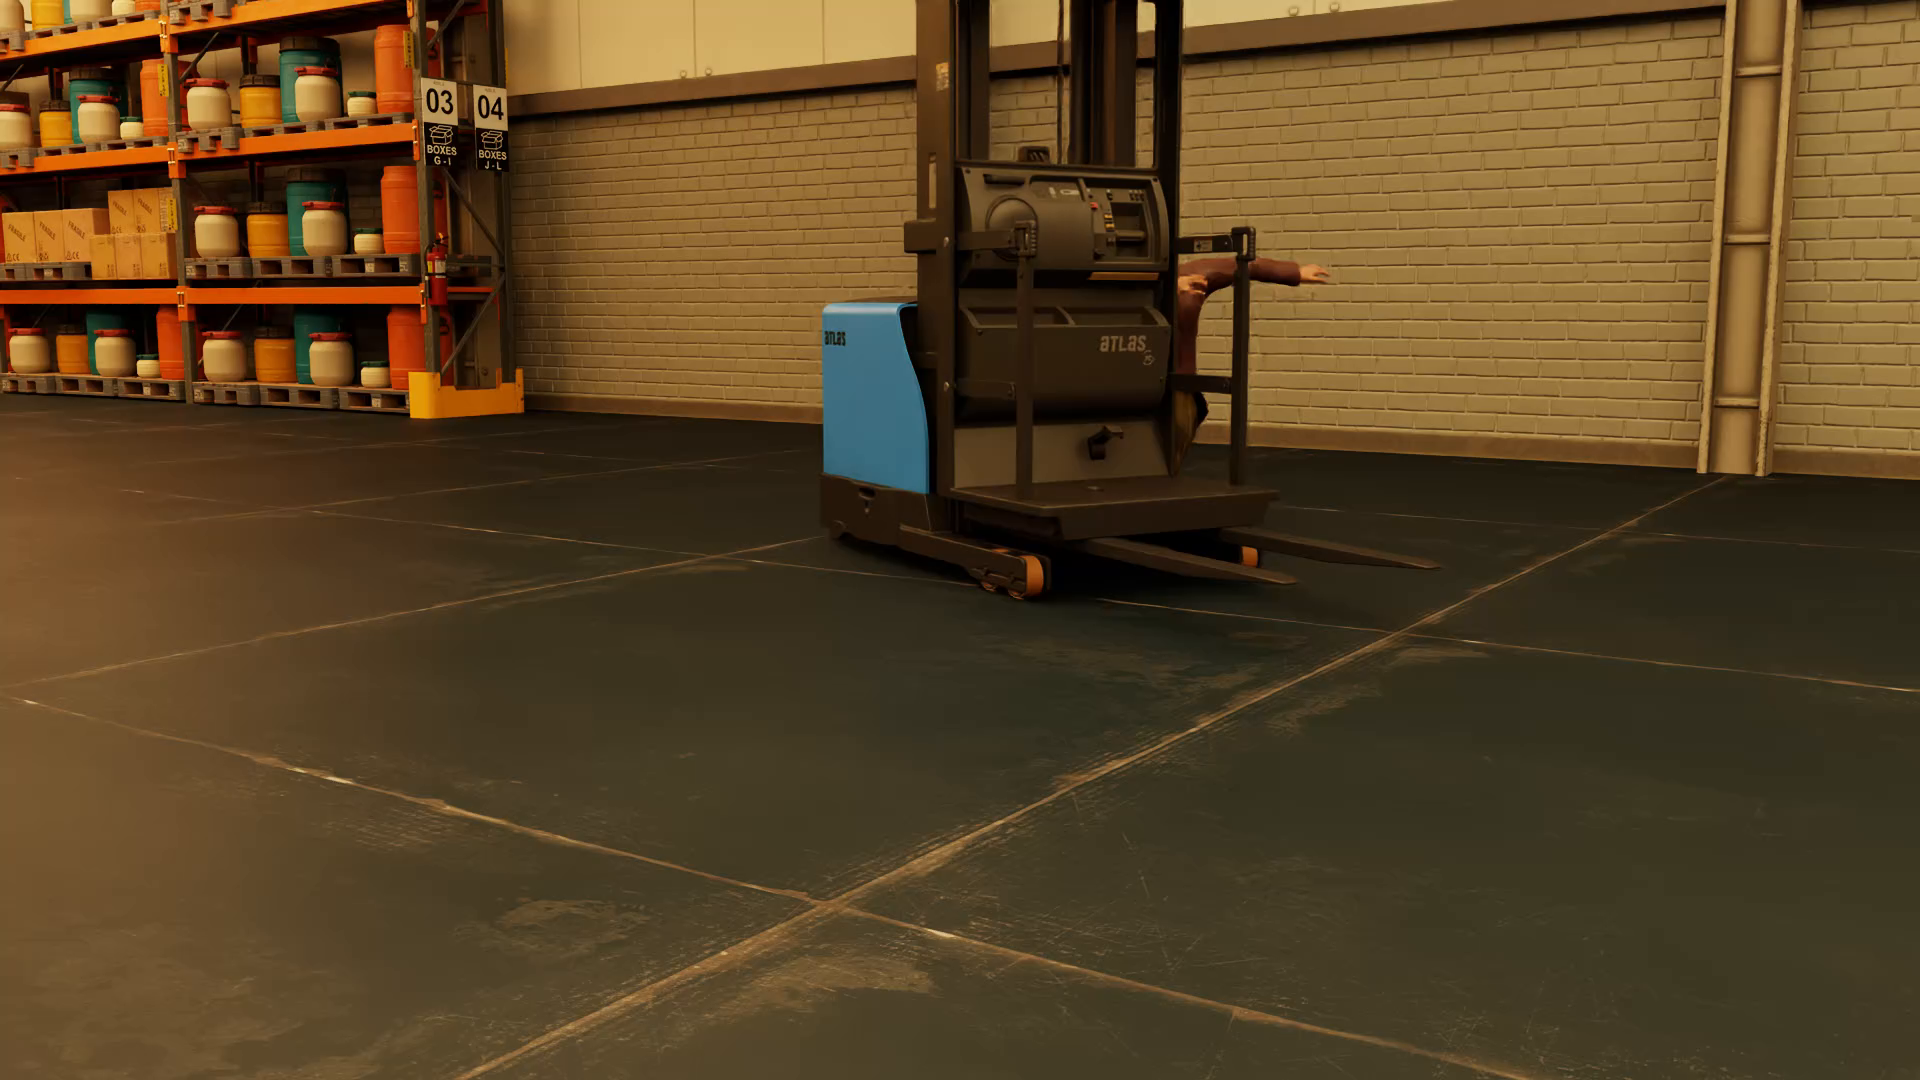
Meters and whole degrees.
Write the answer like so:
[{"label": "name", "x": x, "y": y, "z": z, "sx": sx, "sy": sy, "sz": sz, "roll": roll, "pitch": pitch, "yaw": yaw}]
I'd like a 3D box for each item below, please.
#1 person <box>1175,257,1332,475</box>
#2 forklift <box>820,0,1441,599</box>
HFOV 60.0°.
[{"label": "person", "x": 1.070, "y": -0.714, "z": 7.746, "sx": 1.462, "sy": 1.431, "sz": 0.748, "roll": 0, "pitch": 8, "yaw": -3}, {"label": "forklift", "x": 0.531, "y": -1.307, "z": 6.381, "sx": 1.130, "sy": 2.935, "sz": 3.031, "roll": -5, "pitch": 9, "yaw": -29}]
